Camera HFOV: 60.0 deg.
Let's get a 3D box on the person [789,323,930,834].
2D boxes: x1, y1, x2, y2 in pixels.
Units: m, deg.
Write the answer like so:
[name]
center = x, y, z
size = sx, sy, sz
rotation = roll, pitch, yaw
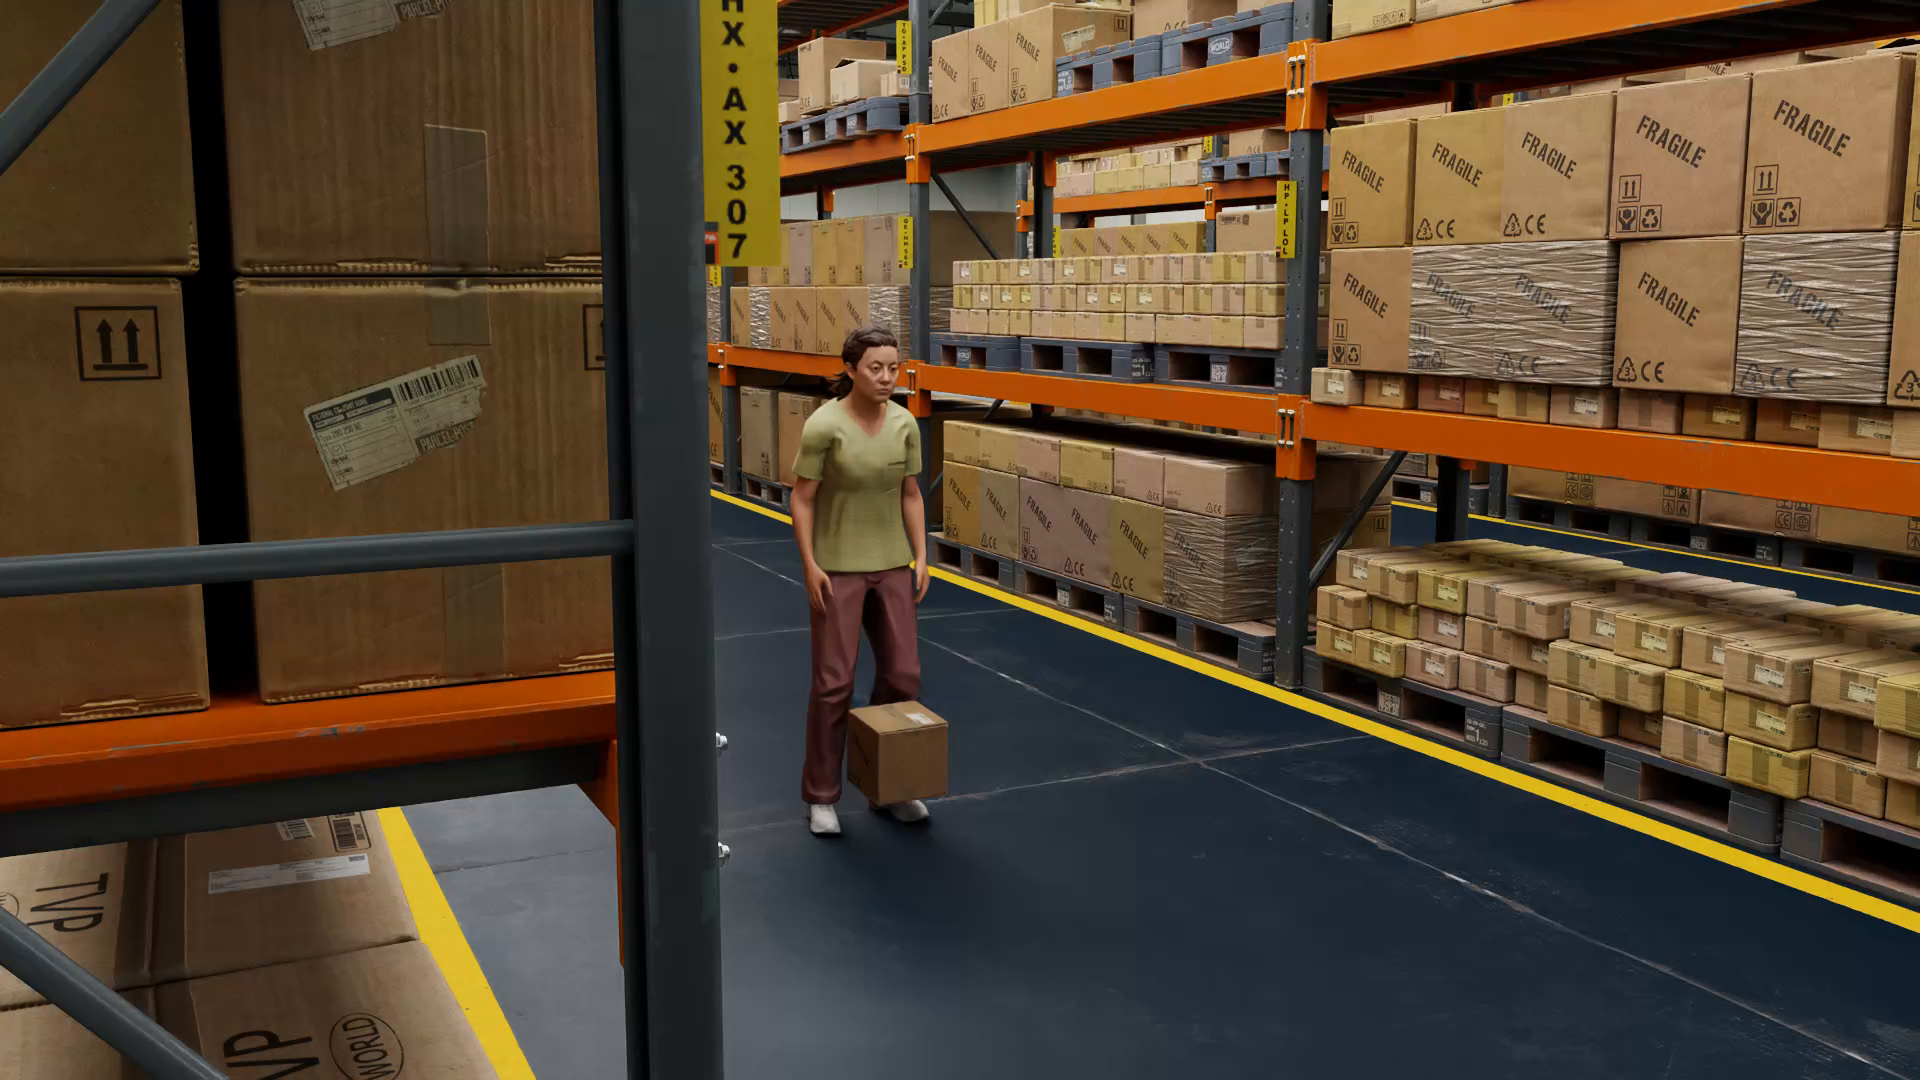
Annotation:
[person]
center = -0.317, 0.118, 5.566
size = 0.488, 1.674, 0.361
rotation = -5, 10, -28
